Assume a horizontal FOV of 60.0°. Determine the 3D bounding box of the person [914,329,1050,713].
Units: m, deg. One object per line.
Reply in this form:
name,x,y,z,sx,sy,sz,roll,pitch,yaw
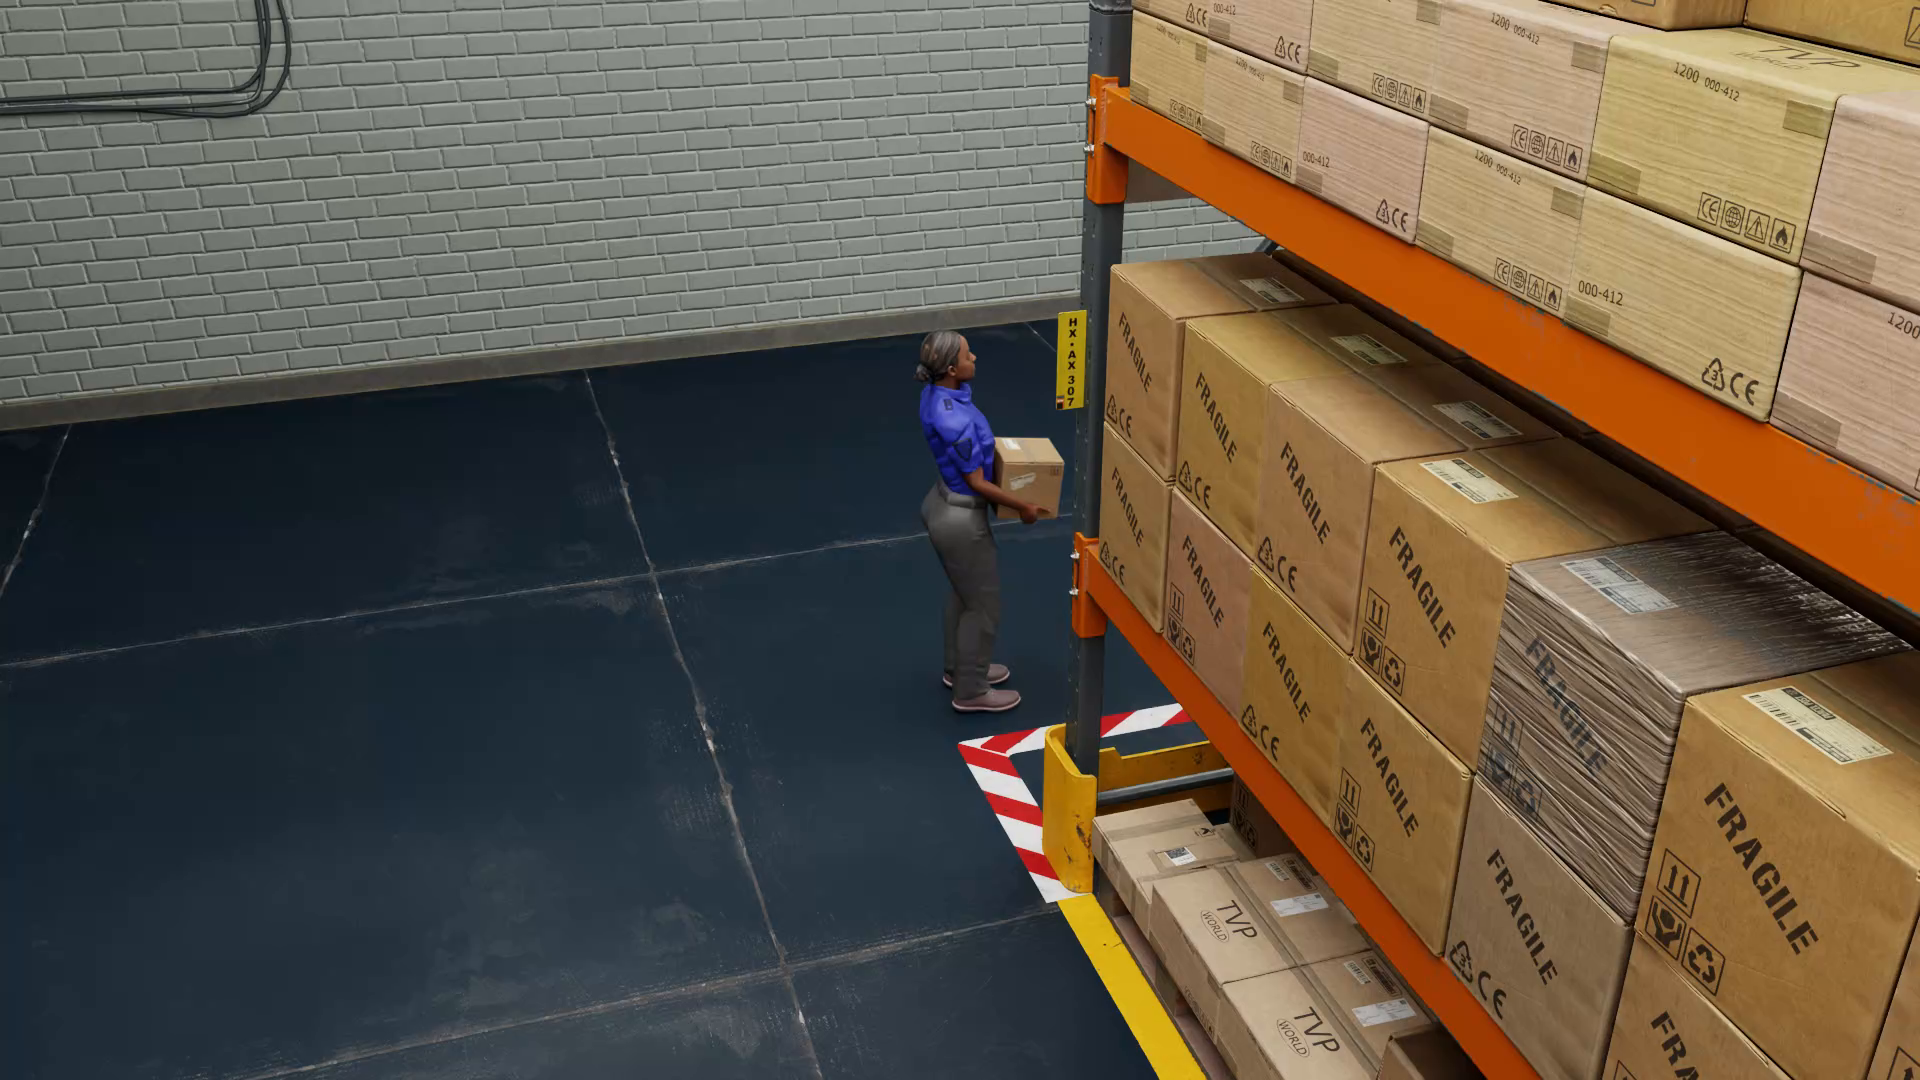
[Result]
person,0.080,-0.078,6.788,0.520,1.645,0.449,-5,27,-11
